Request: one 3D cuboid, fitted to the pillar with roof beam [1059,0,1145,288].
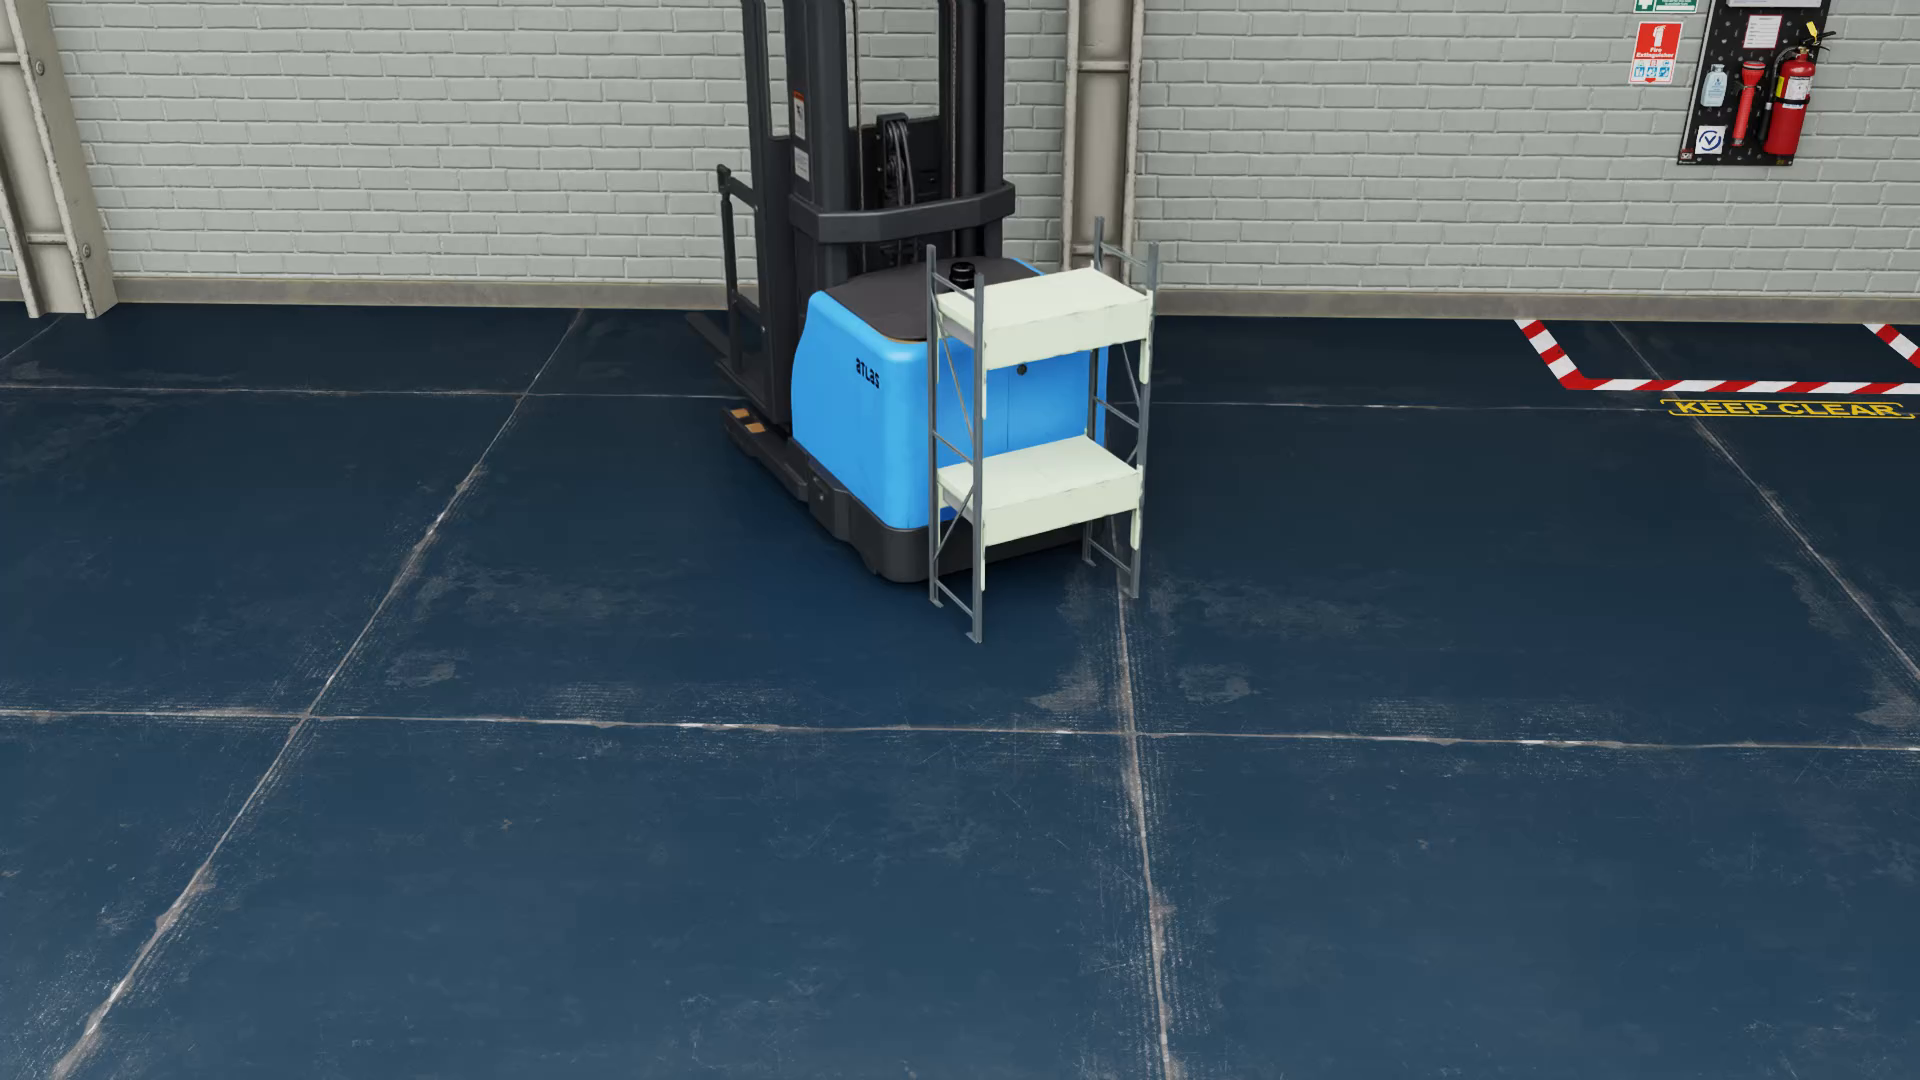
[{"bbox_3d":[0.617,-3.228,3.731,0.400,9.000,9.100,1,28,2],"label":"pillar with roof beam"}]

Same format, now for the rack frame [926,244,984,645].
[{"bbox_3d":[-0.020,-0.339,6.287,0.023,1.500,0.400,-14,31,-25],"label":"rack frame"}]

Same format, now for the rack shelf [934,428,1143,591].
[{"bbox_3d":[0.302,-0.132,6.594,0.720,0.370,0.431,-14,31,-25],"label":"rack shelf"}]

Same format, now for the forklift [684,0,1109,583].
[{"bbox_3d":[-0.508,-1.781,7.481,1.130,2.935,3.031,-14,31,-24],"label":"forklift"}]

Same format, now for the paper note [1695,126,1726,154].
[{"bbox_3d":[4.122,-2.198,9.133,0.142,0.148,0.016,1,28,2],"label":"paper note"}]

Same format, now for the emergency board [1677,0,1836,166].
[{"bbox_3d":[4.297,-2.552,8.861,0.643,1.169,0.194,1,28,2],"label":"emergency board"}]

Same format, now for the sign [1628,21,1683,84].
[{"bbox_3d":[3.748,-2.625,8.961,0.234,0.329,0.001,1,28,2],"label":"sign"}]

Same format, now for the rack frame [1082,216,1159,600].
[{"bbox_3d":[0.624,-0.502,6.595,0.023,1.500,0.400,-14,31,-25],"label":"rack frame"}]

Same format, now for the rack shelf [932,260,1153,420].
[{"bbox_3d":[0.302,-0.765,6.258,0.720,0.370,0.431,-14,31,-25],"label":"rack shelf"}]

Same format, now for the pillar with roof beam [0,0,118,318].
[{"bbox_3d":[-5.380,-3.327,3.918,0.400,9.000,9.100,1,28,2],"label":"pillar with roof beam"}]

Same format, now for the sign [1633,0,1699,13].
[{"bbox_3d":[3.752,-2.855,8.829,0.331,0.109,0.001,1,28,2],"label":"sign"}]

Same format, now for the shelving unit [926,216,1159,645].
[{"bbox_3d":[0.302,-0.420,6.441,0.755,1.500,0.431,-14,31,-25],"label":"shelving unit"}]
